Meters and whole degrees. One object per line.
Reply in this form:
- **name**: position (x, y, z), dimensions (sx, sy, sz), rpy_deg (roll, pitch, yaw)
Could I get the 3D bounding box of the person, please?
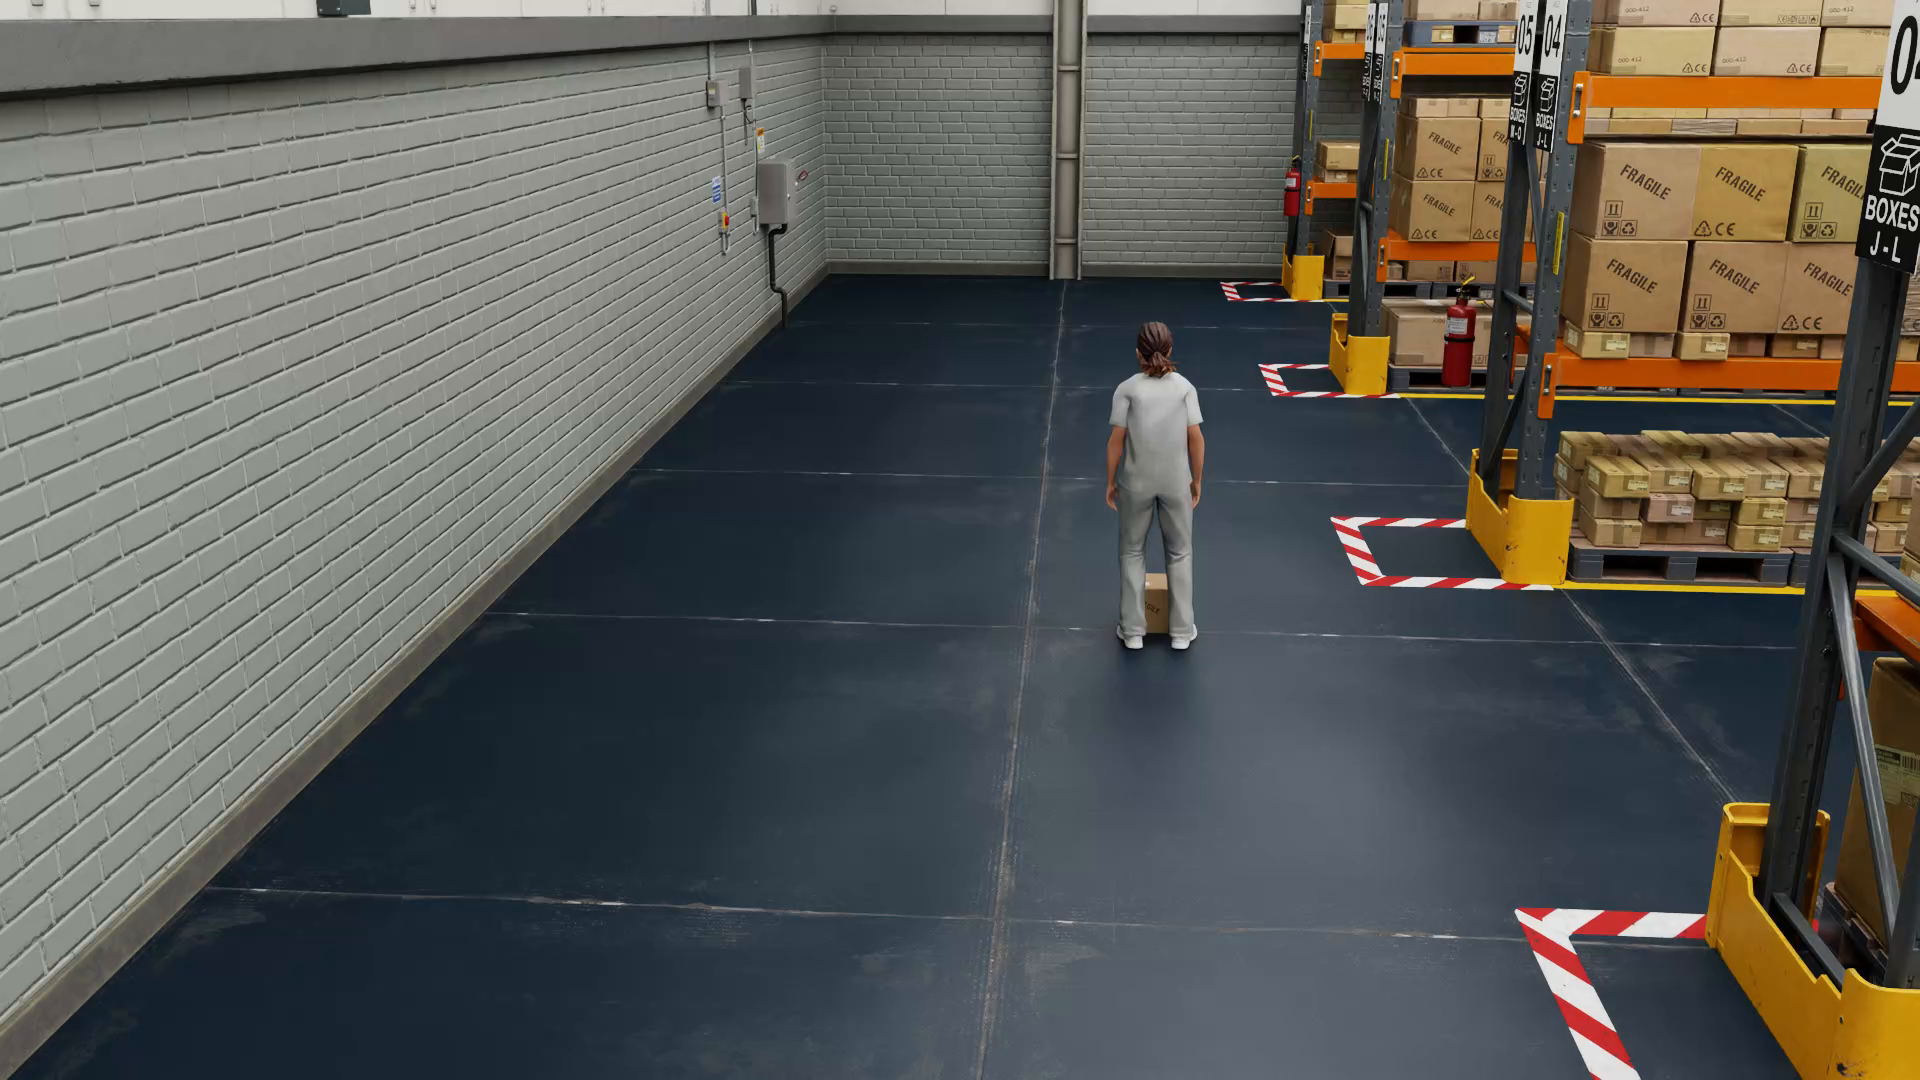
- **person**: position (0.996, -0.266, 8.394), dimensions (0.485, 1.672, 0.359), rpy_deg (1, 18, 3)
